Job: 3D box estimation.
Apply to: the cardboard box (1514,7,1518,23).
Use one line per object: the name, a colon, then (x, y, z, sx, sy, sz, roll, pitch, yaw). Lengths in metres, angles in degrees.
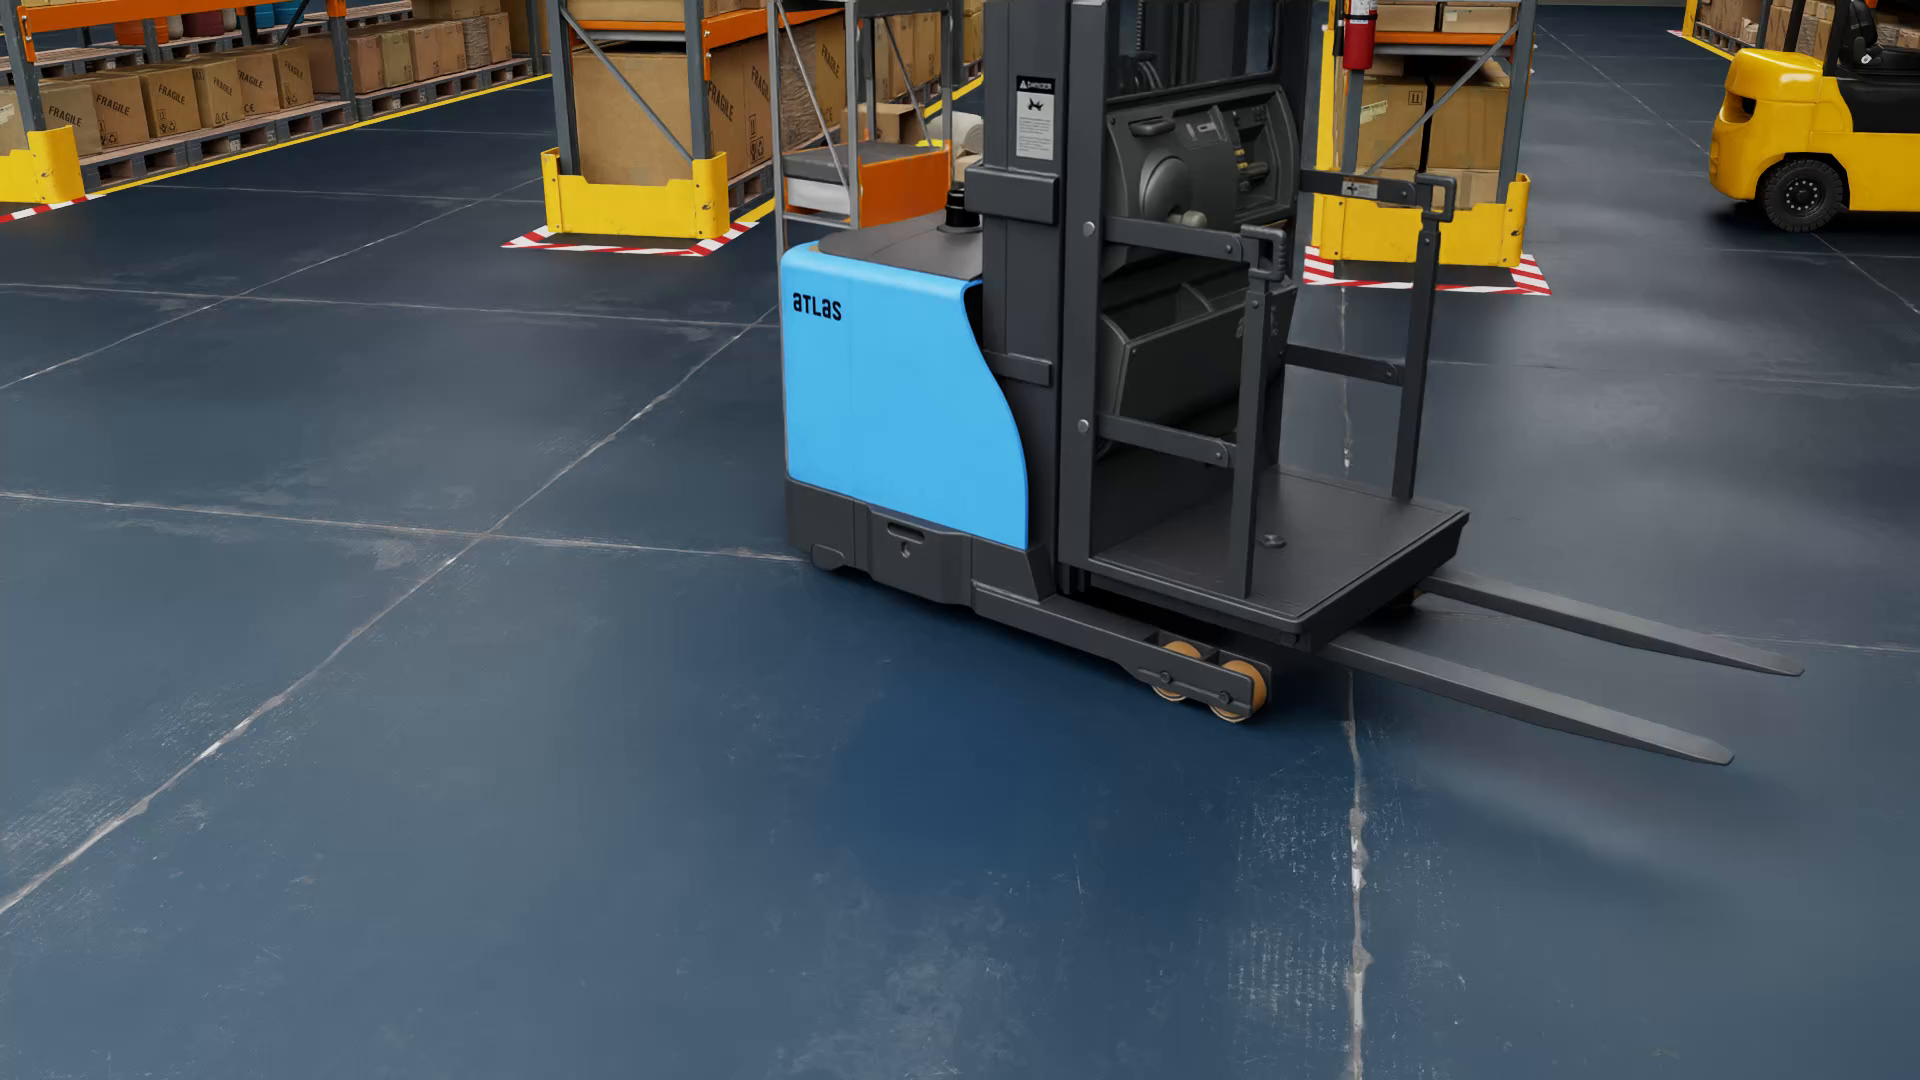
cardboard box: (3.311, -3.351, 10.496, 0.380, 0.149, 0.250, 5, 22, 12)

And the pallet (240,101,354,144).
pallet: (-6.216, -3.763, 14.913, 1.003, 0.211, 1.213, 4, 22, 11)

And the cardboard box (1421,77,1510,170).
cardboard box: (3.211, -2.636, 10.498, 0.500, 0.500, 0.500, 4, 22, 9)

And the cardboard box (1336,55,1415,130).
cardboard box: (2.998, -3.235, 11.985, 0.500, 0.500, 0.500, 6, 23, 14)

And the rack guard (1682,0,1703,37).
rack guard: (10.881, -7.373, 23.492, 1.175, 0.500, 0.348, 4, 22, 11)

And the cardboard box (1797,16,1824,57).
cardboard box: (9.444, -5.406, 18.046, 0.500, 0.500, 0.500, 4, 22, 9)

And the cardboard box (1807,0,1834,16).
cardboard box: (9.541, -5.841, 18.256, 0.380, 0.149, 0.250, 5, 23, 13)

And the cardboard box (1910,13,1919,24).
cardboard box: (9.675, -5.138, 16.511, 0.380, 0.149, 0.250, 6, 23, 14)

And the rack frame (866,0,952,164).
rack frame: (-0.186, -1.249, 6.145, 0.400, 2.100, 0.015, 17, 28, 36)

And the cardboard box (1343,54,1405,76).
cardboard box: (2.689, -3.106, 10.798, 0.380, 0.149, 0.250, 5, 22, 12)

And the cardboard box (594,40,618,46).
cardboard box: (-4.947, -6.553, 20.391, 1.225, 0.875, 0.875, 5, 22, 11)

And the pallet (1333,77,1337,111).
pallet: (4.243, -4.433, 16.577, 1.003, 0.211, 1.213, 4, 22, 11)

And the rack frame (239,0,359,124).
rack frame: (-6.114, -5.304, 15.009, 1.000, 3.000, 0.127, 4, 22, 11)

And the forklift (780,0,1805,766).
forklift: (0.867, -1.079, 4.609, 3.031, 2.935, 1.130, 17, 28, 36)

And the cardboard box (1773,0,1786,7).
cardboard box: (9.746, -6.323, 19.454, 0.380, 0.149, 0.250, 6, 23, 13)

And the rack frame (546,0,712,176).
rack frame: (-2.095, -3.426, 10.346, 1.000, 3.000, 0.127, 4, 22, 11)

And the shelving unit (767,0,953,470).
shelving unit: (-0.342, -1.179, 5.971, 0.431, 2.100, 0.503, 17, 28, 36)

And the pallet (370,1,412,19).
pallet: (-8.720, -8.478, 26.623, 1.003, 0.211, 1.213, 4, 22, 11)

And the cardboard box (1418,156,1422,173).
cardboard box: (3.318, -2.465, 11.078, 0.500, 0.250, 0.500, 5, 23, 13)

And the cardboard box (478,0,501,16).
cardboard box: (-5.405, -5.912, 18.272, 0.500, 0.250, 0.500, 5, 23, 13)

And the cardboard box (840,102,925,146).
cardboard box: (-0.591, -3.085, 12.841, 0.500, 0.500, 0.500, 8, 23, 20)

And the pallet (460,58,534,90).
pallet: (-5.459, -5.188, 18.453, 1.003, 0.211, 1.213, 4, 22, 11)

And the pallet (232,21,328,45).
pallet: (-9.529, -7.035, 23.039, 1.003, 0.211, 1.213, 4, 22, 11)

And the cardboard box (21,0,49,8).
cardboard box: (-6.639, -3.811, 11.637, 0.380, 0.149, 0.250, 4, 22, 11)

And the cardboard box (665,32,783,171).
cardboard box: (-1.844, -3.211, 12.092, 0.875, 0.875, 0.875, 4, 22, 10)

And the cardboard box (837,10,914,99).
cardboard box: (-1.040, -4.627, 15.776, 1.050, 0.750, 0.750, 4, 22, 11)

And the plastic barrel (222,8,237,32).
plastic barrel: (-9.805, -6.992, 21.968, 0.421, 0.512, 0.421, 0, 22, 0)

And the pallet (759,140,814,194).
pallet: (-1.757, -2.876, 12.712, 1.003, 0.211, 1.213, 4, 22, 11)

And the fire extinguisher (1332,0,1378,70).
fire extinguisher: (2.297, -3.043, 9.499, 0.296, 0.674, 0.183, 4, 22, 11)

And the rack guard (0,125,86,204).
rack guard: (-6.915, -2.710, 11.913, 1.175, 0.500, 0.348, 4, 22, 11)

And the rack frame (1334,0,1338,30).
rack frame: (6.036, -8.938, 24.030, 1.000, 3.000, 0.127, 4, 22, 11)

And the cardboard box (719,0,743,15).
cardboard box: (-1.973, -3.838, 11.167, 0.875, 0.550, 0.550, 4, 22, 11)

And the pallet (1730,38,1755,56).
pallet: (10.221, -6.055, 20.606, 1.003, 0.211, 1.213, 4, 22, 11)

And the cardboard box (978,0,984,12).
cardboard box: (0.018, -6.155, 18.900, 0.500, 0.250, 0.500, 4, 22, 10)

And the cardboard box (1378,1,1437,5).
cardboard box: (2.612, -3.490, 9.972, 0.500, 0.500, 0.500, 4, 22, 10)

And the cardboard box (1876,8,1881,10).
cardboard box: (9.337, -5.459, 17.309, 0.380, 0.149, 0.250, 5, 22, 12)

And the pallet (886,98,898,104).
pallet: (-1.195, -3.884, 15.214, 1.003, 0.211, 1.213, 4, 22, 11)

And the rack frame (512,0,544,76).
rack frame: (-5.298, -6.767, 18.641, 1.000, 3.000, 0.127, 4, 22, 11)

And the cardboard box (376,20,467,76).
cardboard box: (-5.624, -5.154, 17.392, 0.700, 0.500, 0.500, 6, 23, 15)

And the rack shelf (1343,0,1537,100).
rack shelf: (3.179, -3.484, 11.451, 1.077, 0.370, 4.000, 4, 22, 11)

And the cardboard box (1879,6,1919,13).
cardboard box: (9.880, -5.522, 17.464, 0.380, 0.149, 0.250, 4, 22, 10)

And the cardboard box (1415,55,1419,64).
cardboard box: (3.628, -3.393, 12.378, 0.500, 0.500, 0.500, 5, 22, 12)

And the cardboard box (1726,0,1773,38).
cardboard box: (10.254, -6.690, 21.234, 0.700, 0.500, 0.500, 4, 22, 9)

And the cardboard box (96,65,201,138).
cardboard box: (-6.552, -3.553, 13.443, 0.500, 0.500, 0.500, 7, 23, 16)

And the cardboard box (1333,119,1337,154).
cardboard box: (3.105, -3.077, 12.597, 0.500, 0.250, 0.500, 6, 23, 14)
